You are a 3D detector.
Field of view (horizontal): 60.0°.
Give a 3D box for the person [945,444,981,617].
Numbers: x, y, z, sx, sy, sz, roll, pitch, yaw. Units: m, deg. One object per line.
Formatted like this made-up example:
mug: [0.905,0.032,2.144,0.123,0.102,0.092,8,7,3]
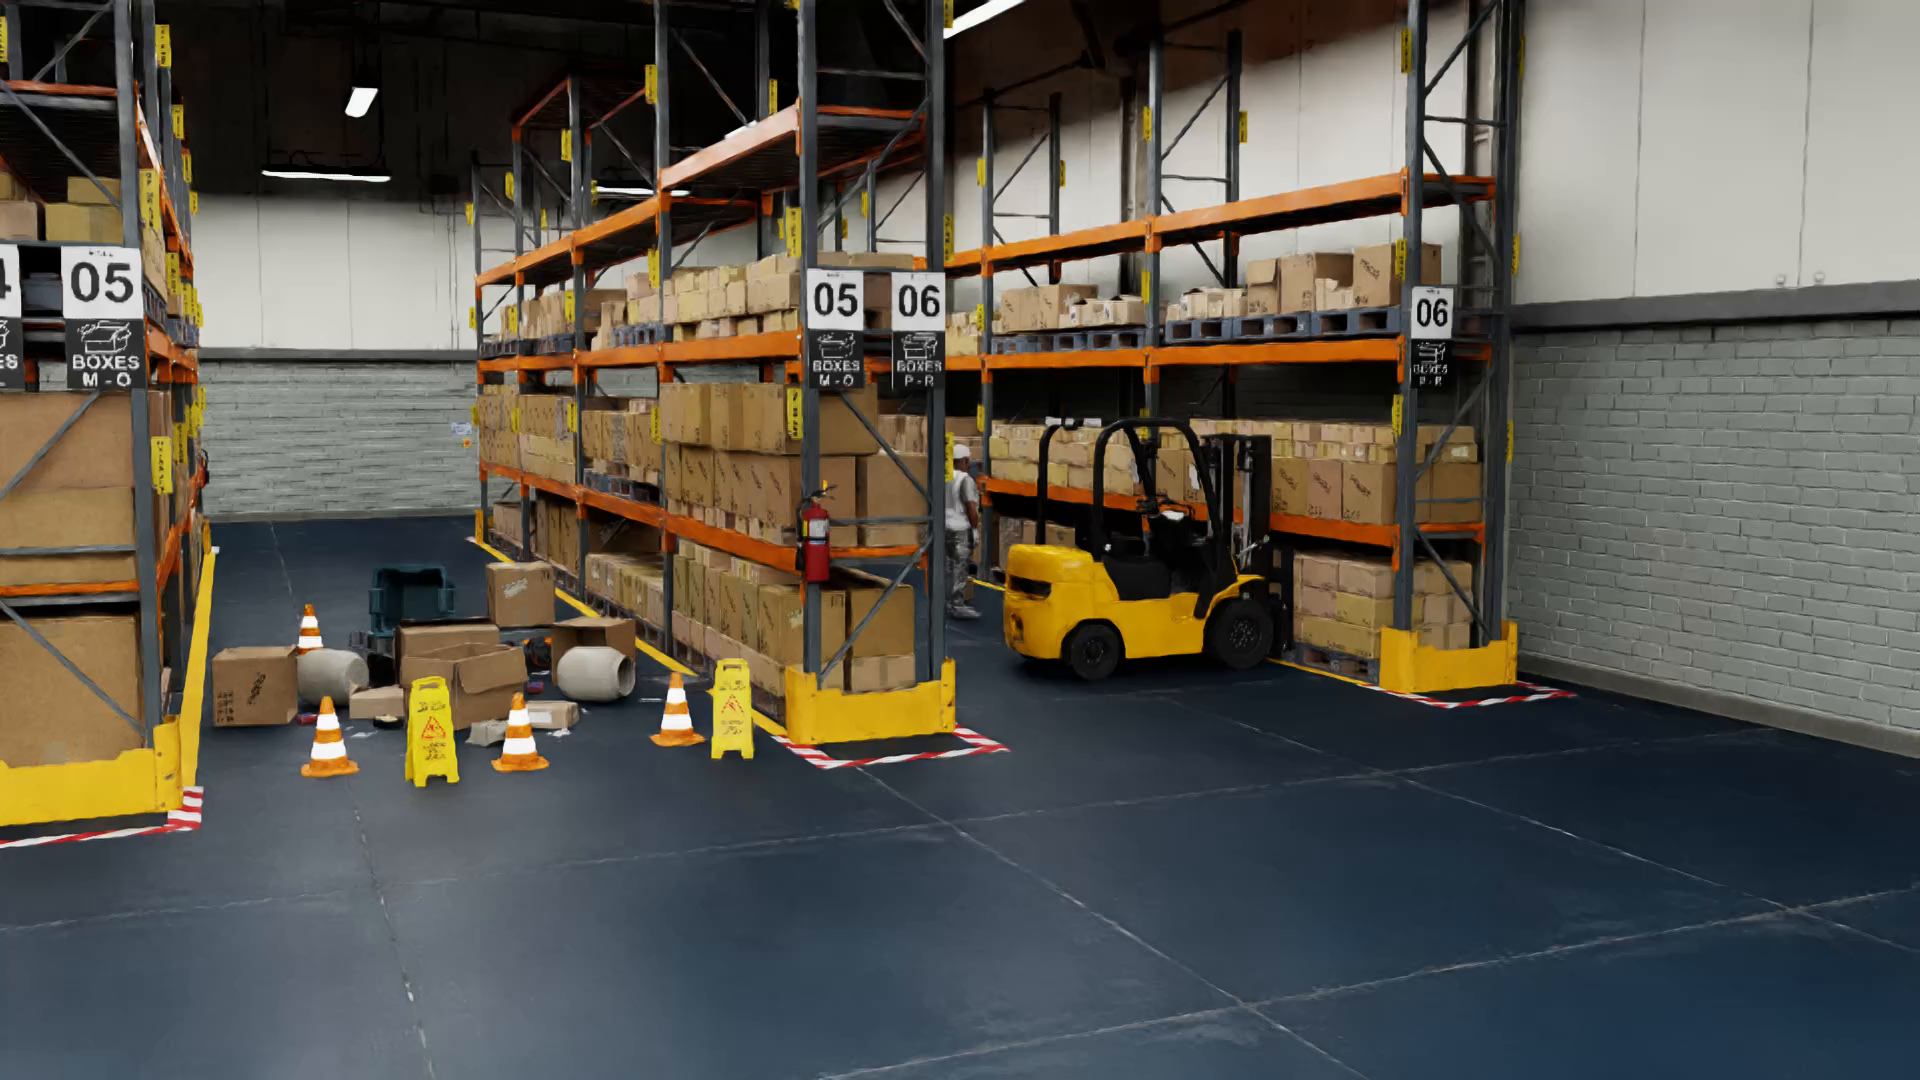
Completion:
person: [0.018,-0.108,17.433,0.391,1.791,0.632,-3,6,-28]
